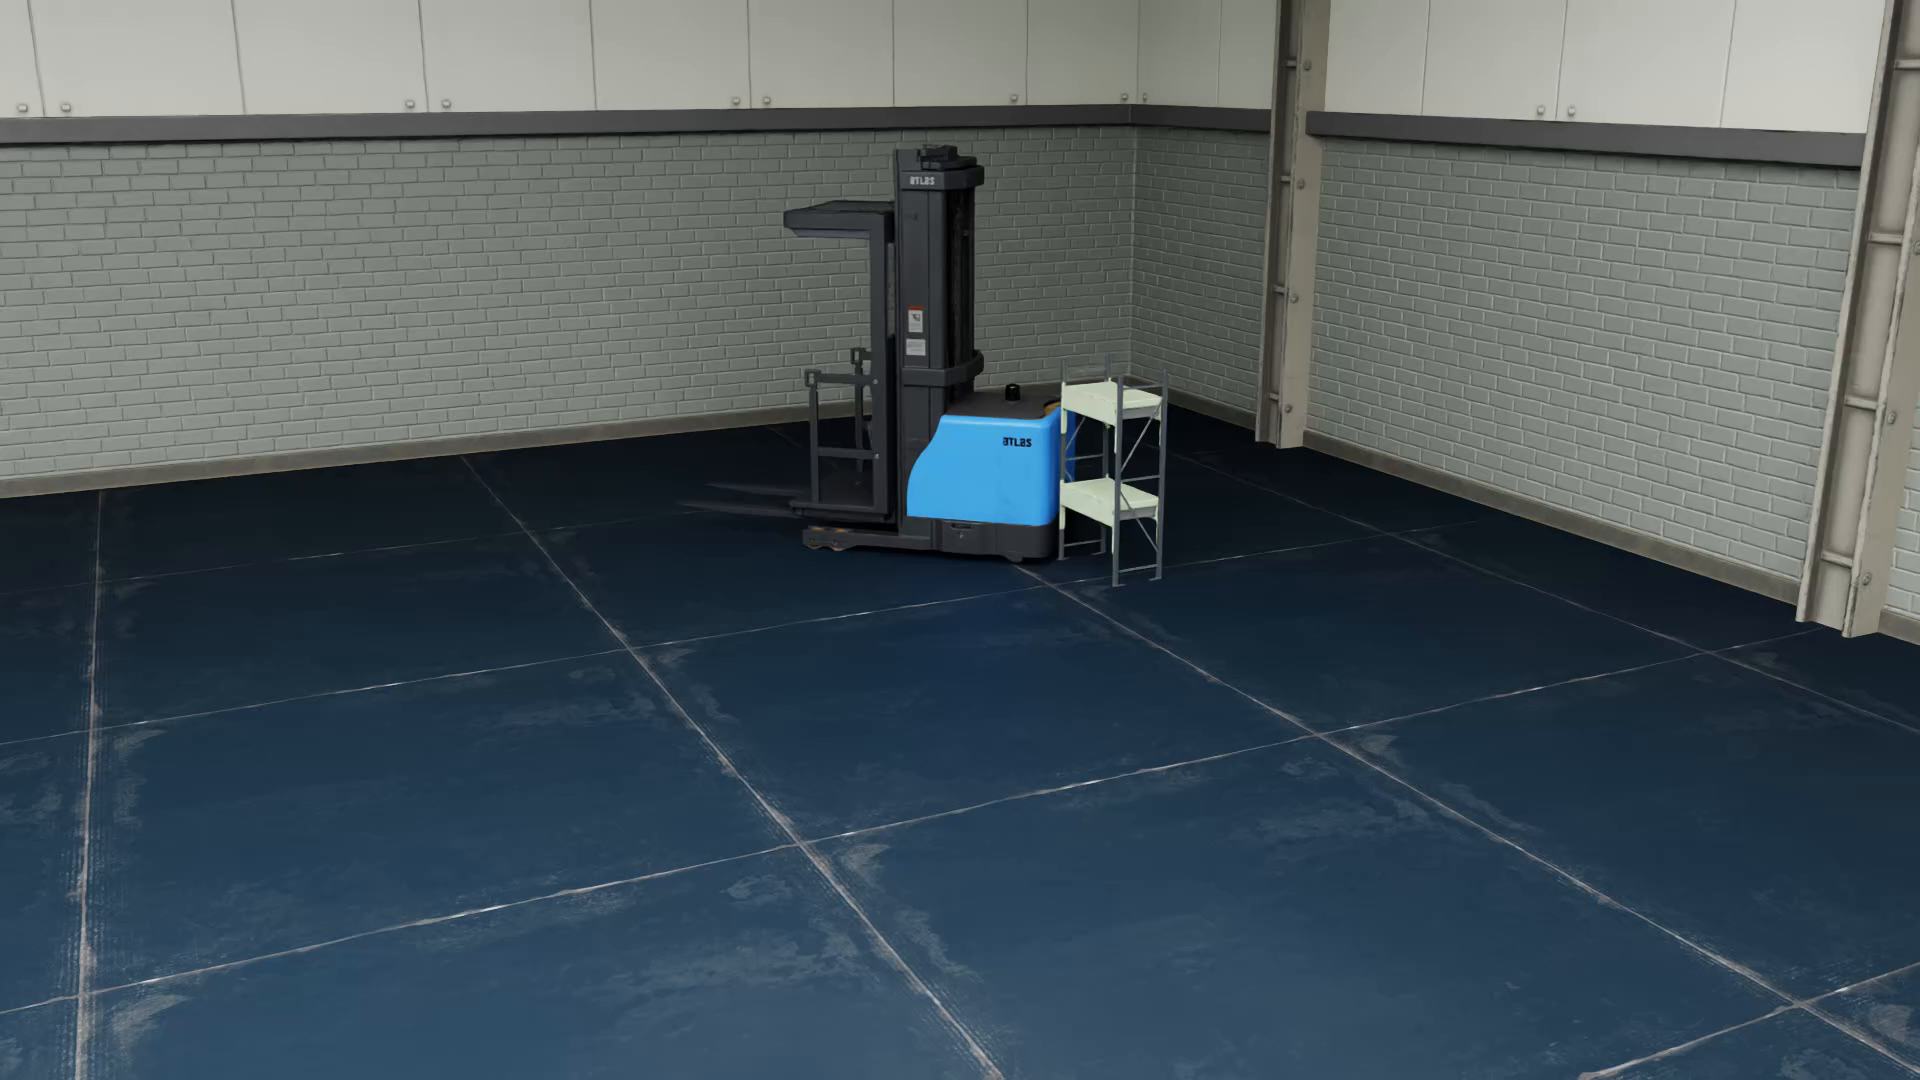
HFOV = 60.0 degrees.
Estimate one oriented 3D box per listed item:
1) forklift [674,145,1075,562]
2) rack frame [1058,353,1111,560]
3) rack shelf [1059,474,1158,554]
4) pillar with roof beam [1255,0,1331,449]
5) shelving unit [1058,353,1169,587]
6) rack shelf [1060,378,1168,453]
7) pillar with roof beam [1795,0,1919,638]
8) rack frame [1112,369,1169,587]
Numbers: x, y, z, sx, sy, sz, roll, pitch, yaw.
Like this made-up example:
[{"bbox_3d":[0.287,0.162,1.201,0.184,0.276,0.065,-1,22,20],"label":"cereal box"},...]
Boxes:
[{"bbox_3d":[-0.683,-1.457,12.514,3.031,2.935,1.130,5,17,15],"label":"forklift"},{"bbox_3d":[0.906,-0.600,12.123,0.400,1.500,0.023,-8,18,-26],"label":"rack frame"},{"bbox_3d":[1.076,-0.197,11.901,0.431,0.370,0.720,-8,18,-26],"label":"rack shelf"},{"bbox_3d":[-0.794,-4.737,12.943,9.100,9.000,0.400,-8,18,-25],"label":"pillar with roof beam"},{"bbox_3d":[1.076,-0.511,11.811,0.431,1.500,0.755,-8,18,-26],"label":"shelving unit"},{"bbox_3d":[1.076,-0.886,11.704,0.431,0.370,0.720,-8,18,-26],"label":"rack shelf"},{"bbox_3d":[1.835,-3.249,7.759,9.100,9.000,0.400,-8,18,-25],"label":"pillar with roof beam"},{"bbox_3d":[1.245,-0.421,11.500,0.400,1.500,0.023,-8,18,-26],"label":"rack frame"}]
